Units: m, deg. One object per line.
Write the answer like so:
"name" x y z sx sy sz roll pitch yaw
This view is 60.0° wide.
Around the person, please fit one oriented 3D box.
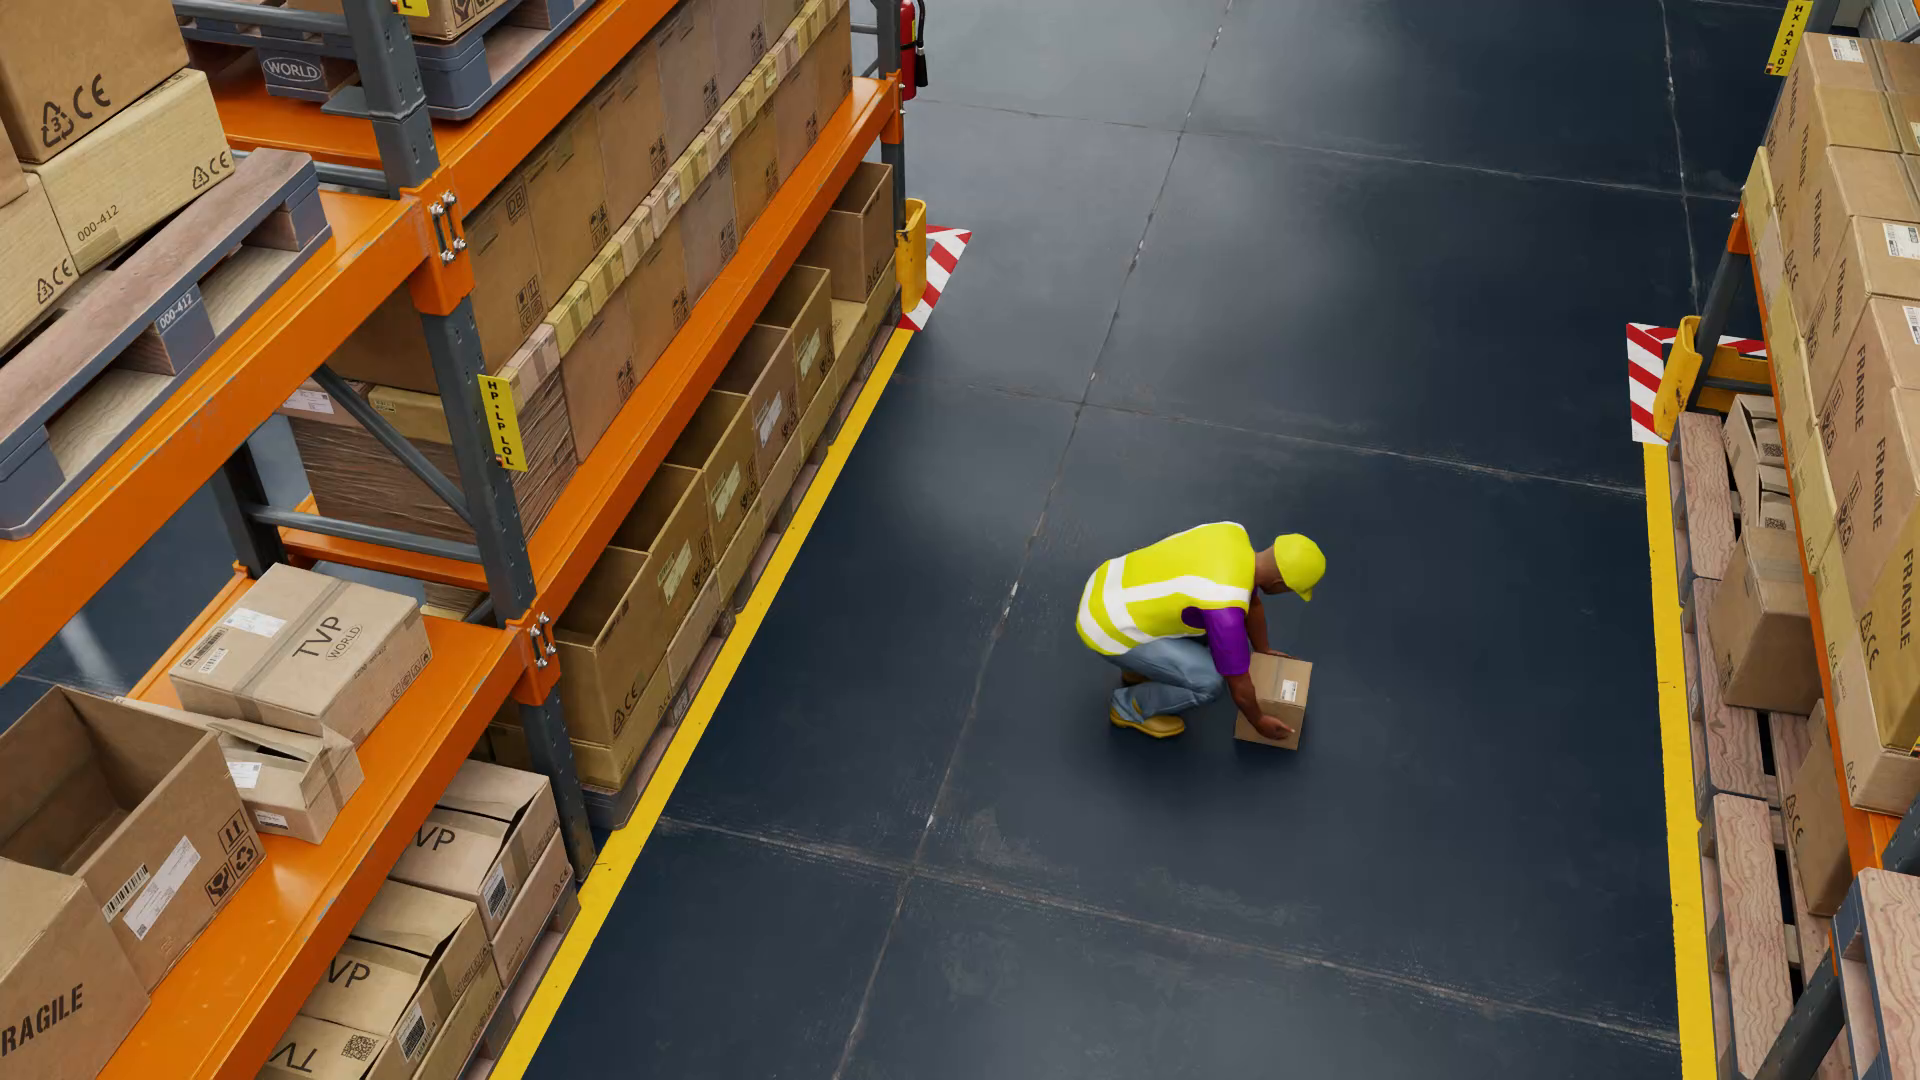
"person" 0.914 0.304 6.444 0.897 0.914 0.569 10 42 11
